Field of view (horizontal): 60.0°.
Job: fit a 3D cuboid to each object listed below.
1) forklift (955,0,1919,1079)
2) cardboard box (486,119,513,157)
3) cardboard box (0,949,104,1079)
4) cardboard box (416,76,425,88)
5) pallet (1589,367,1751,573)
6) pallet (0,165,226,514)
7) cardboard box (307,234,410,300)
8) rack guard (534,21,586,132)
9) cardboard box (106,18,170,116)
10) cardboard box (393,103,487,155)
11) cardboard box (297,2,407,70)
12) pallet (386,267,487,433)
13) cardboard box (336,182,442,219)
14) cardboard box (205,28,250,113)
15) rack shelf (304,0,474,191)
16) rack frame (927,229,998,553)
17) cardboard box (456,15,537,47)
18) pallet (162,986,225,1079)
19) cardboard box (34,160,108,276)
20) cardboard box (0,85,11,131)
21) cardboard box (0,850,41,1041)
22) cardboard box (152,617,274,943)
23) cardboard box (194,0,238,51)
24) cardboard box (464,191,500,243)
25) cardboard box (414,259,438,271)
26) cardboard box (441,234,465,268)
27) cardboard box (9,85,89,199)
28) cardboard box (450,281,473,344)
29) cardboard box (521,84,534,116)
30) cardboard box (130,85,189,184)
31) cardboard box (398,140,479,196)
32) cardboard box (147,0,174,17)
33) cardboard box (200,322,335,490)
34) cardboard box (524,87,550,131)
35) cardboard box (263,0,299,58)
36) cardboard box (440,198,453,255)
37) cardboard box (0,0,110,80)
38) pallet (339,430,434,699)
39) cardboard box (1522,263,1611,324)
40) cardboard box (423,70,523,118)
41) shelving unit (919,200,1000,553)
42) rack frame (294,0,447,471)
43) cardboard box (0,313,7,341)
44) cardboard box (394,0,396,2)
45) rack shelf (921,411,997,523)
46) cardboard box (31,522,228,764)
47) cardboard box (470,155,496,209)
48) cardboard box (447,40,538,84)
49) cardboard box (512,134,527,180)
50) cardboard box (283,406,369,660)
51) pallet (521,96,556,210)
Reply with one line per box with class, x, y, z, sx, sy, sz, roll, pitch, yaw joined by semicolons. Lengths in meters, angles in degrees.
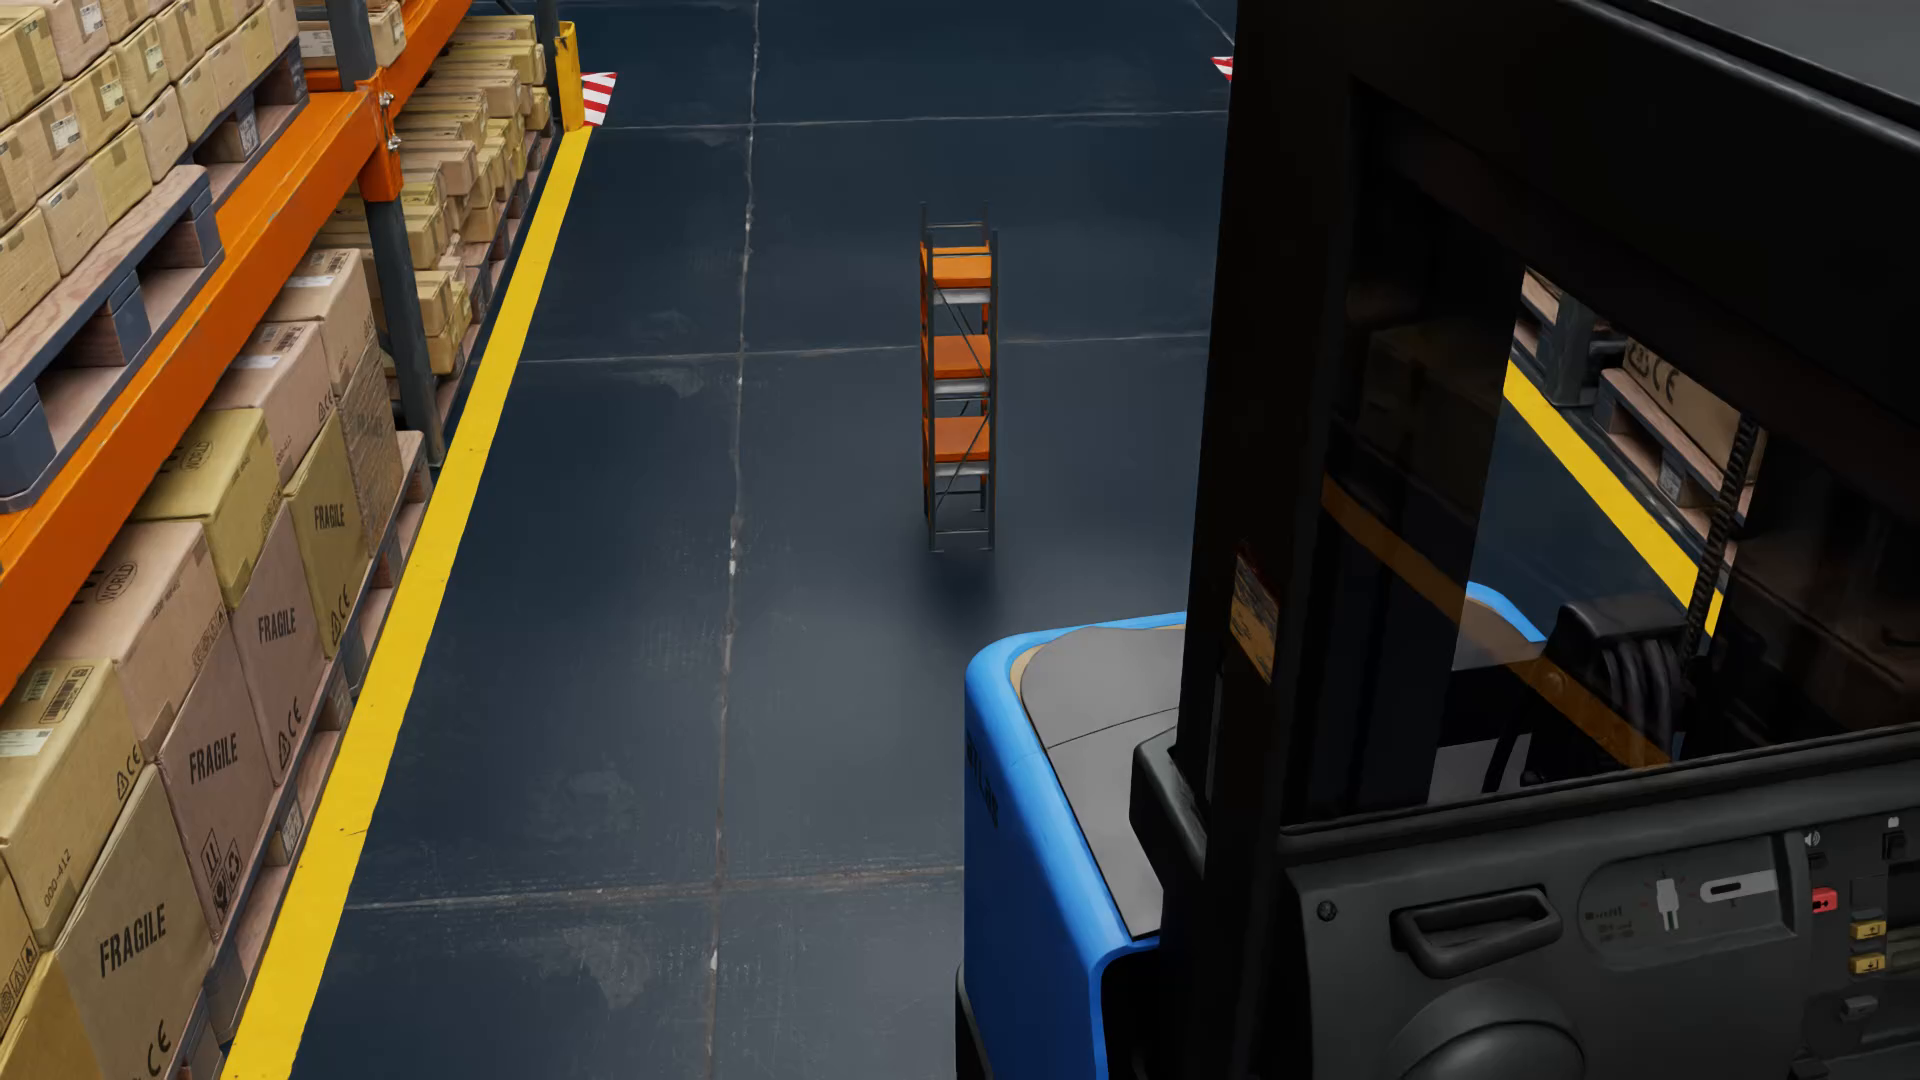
forklift;0.837;0.510;1.538;1.130;2.935;3.031;-7;32;-12
cardboard box;-2.191;-1.743;7.323;0.380;0.149;0.250;-1;31;-2
cardboard box;-1.706;1.028;2.631;0.500;0.500;0.500;-4;31;-7
cardboard box;-2.768;-2.116;7.949;0.380;0.149;0.250;-2;31;-4
pallet;2.798;-0.235;5.437;1.003;0.211;1.213;-3;31;-5
pallet;-2.120;-0.417;3.211;1.003;0.211;1.213;-3;31;-5
cardboard box;-2.094;-0.931;5.674;0.380;0.149;0.250;-2;31;-3
rack guard;-2.635;-2.464;8.887;1.175;0.500;0.348;-3;31;-5
cardboard box;-1.935;-1.006;3.555;0.380;0.149;0.250;-4;31;-7
cardboard box;-2.214;-1.730;7.011;0.380;0.149;0.250;-3;31;-4
cardboard box;-1.969;-1.586;5.225;0.380;0.149;0.250;-2;31;-3
pallet;-2.366;-0.677;6.178;1.003;0.211;1.213;-3;31;-5
cardboard box;-2.133;-1.201;6.126;0.380;0.149;0.250;-3;31;-5
cardboard box;-1.987;-1.152;4.090;0.380;0.149;0.250;-3;31;-5
rack shelf;-2.455;-2.245;6.786;1.077;0.370;4.000;-3;31;-5
rack frame;0.006;-0.416;4.922;0.200;1.050;0.008;-3;31;-5
cardboard box;-2.340;-2.529;8.349;0.380;0.149;0.250;-2;31;-4
pallet;-1.966;1.307;2.856;1.003;0.211;1.213;-3;31;-5
cardboard box;-1.884;-0.611;3.184;0.380;0.149;0.250;-4;31;-6
cardboard box;-1.869;-0.735;2.811;0.380;0.149;0.250;-2;31;-3
cardboard box;-1.718;0.716;2.423;0.500;0.250;0.500;-4;31;-7
cardboard box;-1.809;0.510;3.499;0.500;0.500;0.500;-4;31;-6
cardboard box;-1.988;-1.278;4.011;0.380;0.149;0.250;-1;31;-2
cardboard box;-2.144;-1.351;6.958;0.380;0.149;0.250;-4;31;-6
cardboard box;-2.096;-0.943;5.983;0.380;0.149;0.250;-3;31;-4
cardboard box;-2.155;-1.078;6.501;0.380;0.149;0.250;-3;31;-6
cardboard box;-1.890;-0.743;3.113;0.380;0.149;0.250;-2;31;-3
cardboard box;-2.007;-0.827;6.080;0.380;0.149;0.250;-2;31;-3
cardboard box;-2.258;-2.139;7.986;0.380;0.149;0.250;-4;31;-7
cardboard box;-1.933;-0.883;3.638;0.380;0.149;0.250;-4;31;-7
cardboard box;-2.123;-1.467;6.571;0.380;0.149;0.250;-2;31;-4
cardboard box;-1.963;-1.262;3.694;0.380;0.149;0.250;-3;31;-5
cardboard box;-1.912;-0.331;4.176;0.500;0.250;0.500;-1;31;-2
cardboard box;-2.260;-2.147;8.289;0.380;0.149;0.250;-2;31;-3
cardboard box;-2.034;-1.412;4.525;0.380;0.149;0.250;-3;31;-6
cardboard box;-2.177;-1.203;6.420;0.380;0.149;0.250;-4;31;-7
cardboard box;-1.915;-1.000;3.254;0.380;0.149;0.250;-4;31;-7
pallet;-2.194;0.061;4.941;1.003;0.211;1.213;-3;31;-5
cardboard box;2.699;-1.228;6.470;0.875;0.438;0.875;-3;31;-5
cardboard box;-2.181;-2.002;7.467;0.380;0.149;0.250;-2;31;-3
shelving unit;-0.005;-0.478;5.027;0.215;1.050;0.252;-3;31;-5
rack frame;-2.268;-1.533;4.892;1.000;3.000;0.127;-3;31;-5
cardboard box;-1.840;-0.350;2.746;0.380;0.149;0.250;-2;31;-3
cardboard box;-2.144;-1.848;5.663;0.380;0.149;0.250;-4;31;-7
rack shelf;-0.005;-0.230;5.174;0.215;0.259;0.240;-3;31;-5
cardboard box;-1.798;0.204;3.280;0.500;0.250;0.500;-3;31;-4
cardboard box;-2.140;-1.477;6.878;0.380;0.149;0.250;-3;31;-5
cardboard box;-2.223;-2.272;7.919;0.380;0.149;0.250;-3;31;-6
cardboard box;-2.199;-1.755;7.634;0.380;0.149;0.250;-4;31;-7
cardboard box;-1.900;-0.013;4.374;0.500;0.500;0.500;-3;31;-6
pallet;-2.594;-1.923;8.264;1.003;0.211;1.213;-3;31;-5
